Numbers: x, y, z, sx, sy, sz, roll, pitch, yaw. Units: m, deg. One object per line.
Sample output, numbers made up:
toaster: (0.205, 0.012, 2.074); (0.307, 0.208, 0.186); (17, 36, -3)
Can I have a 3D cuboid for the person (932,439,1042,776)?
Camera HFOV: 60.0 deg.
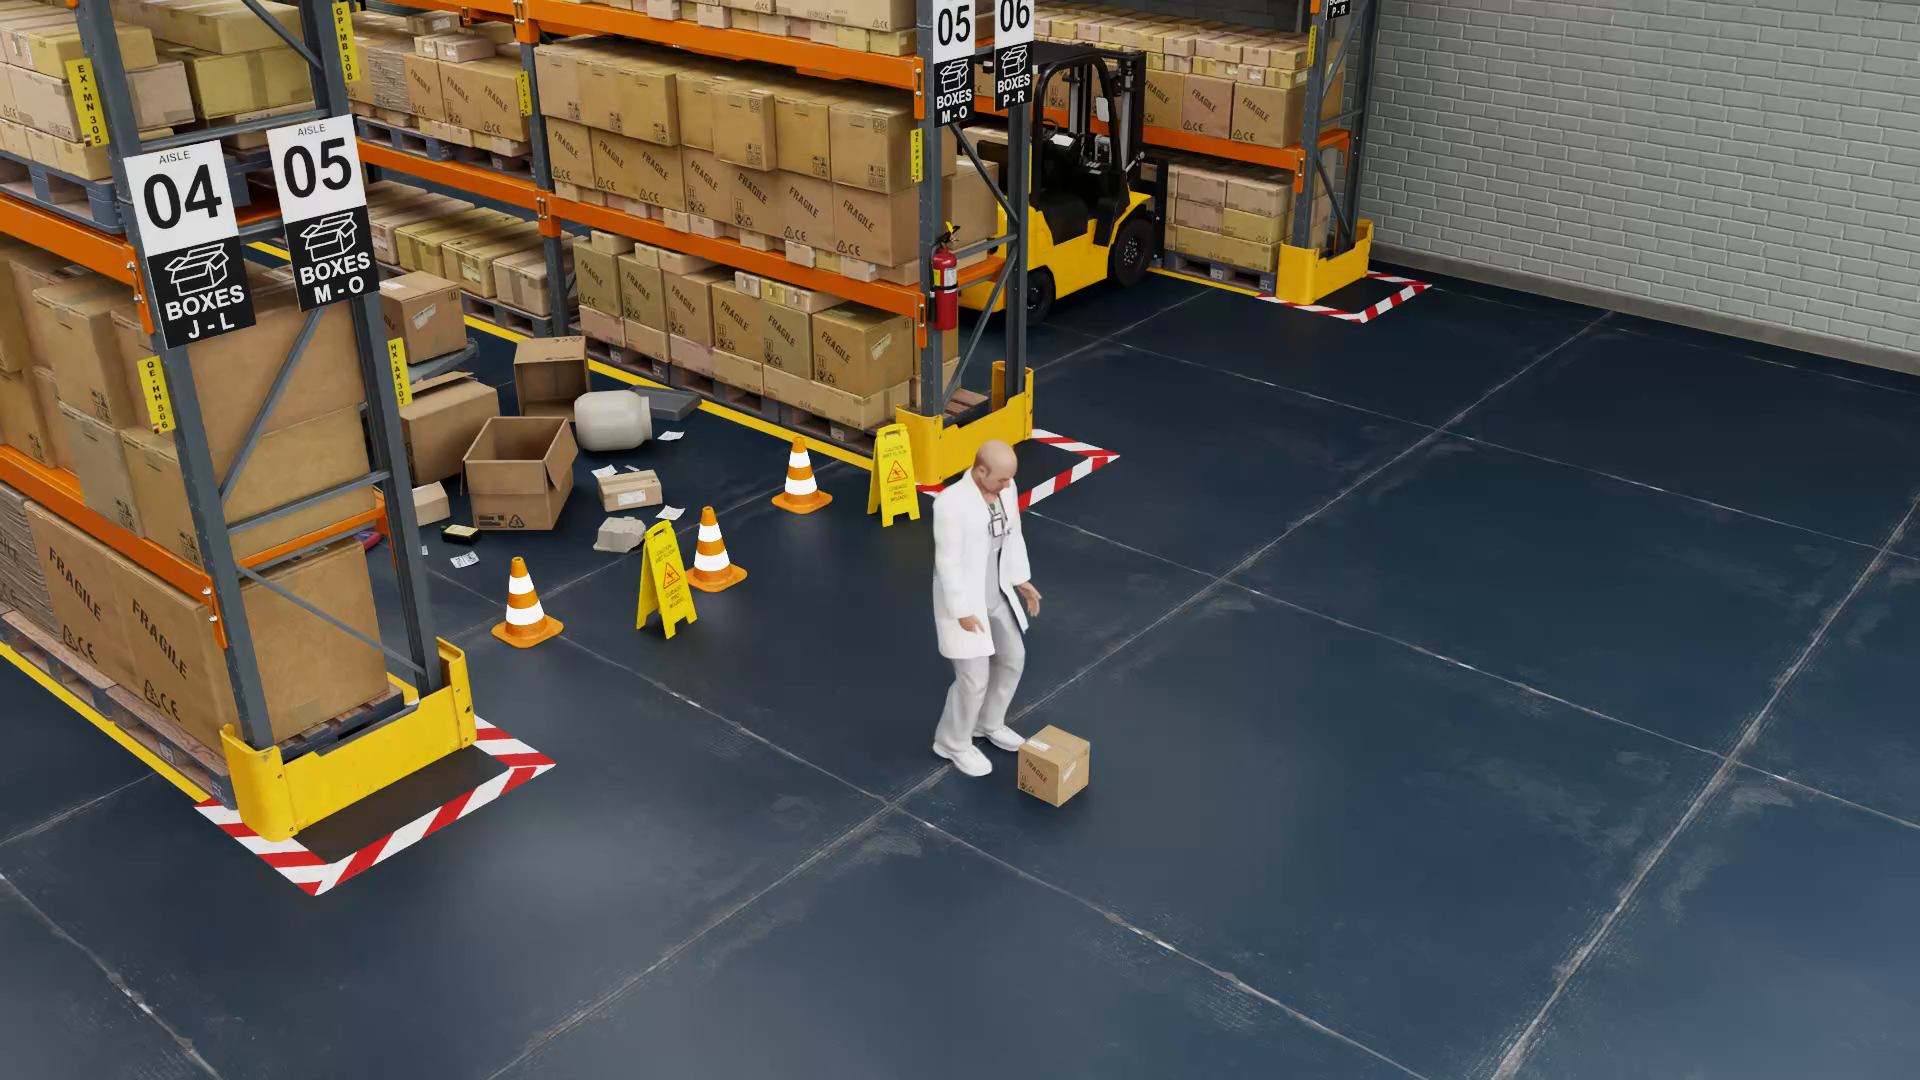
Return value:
person: (0.108, 0.296, 8.121); (0.409, 1.731, 0.587); (22, 34, 36)
